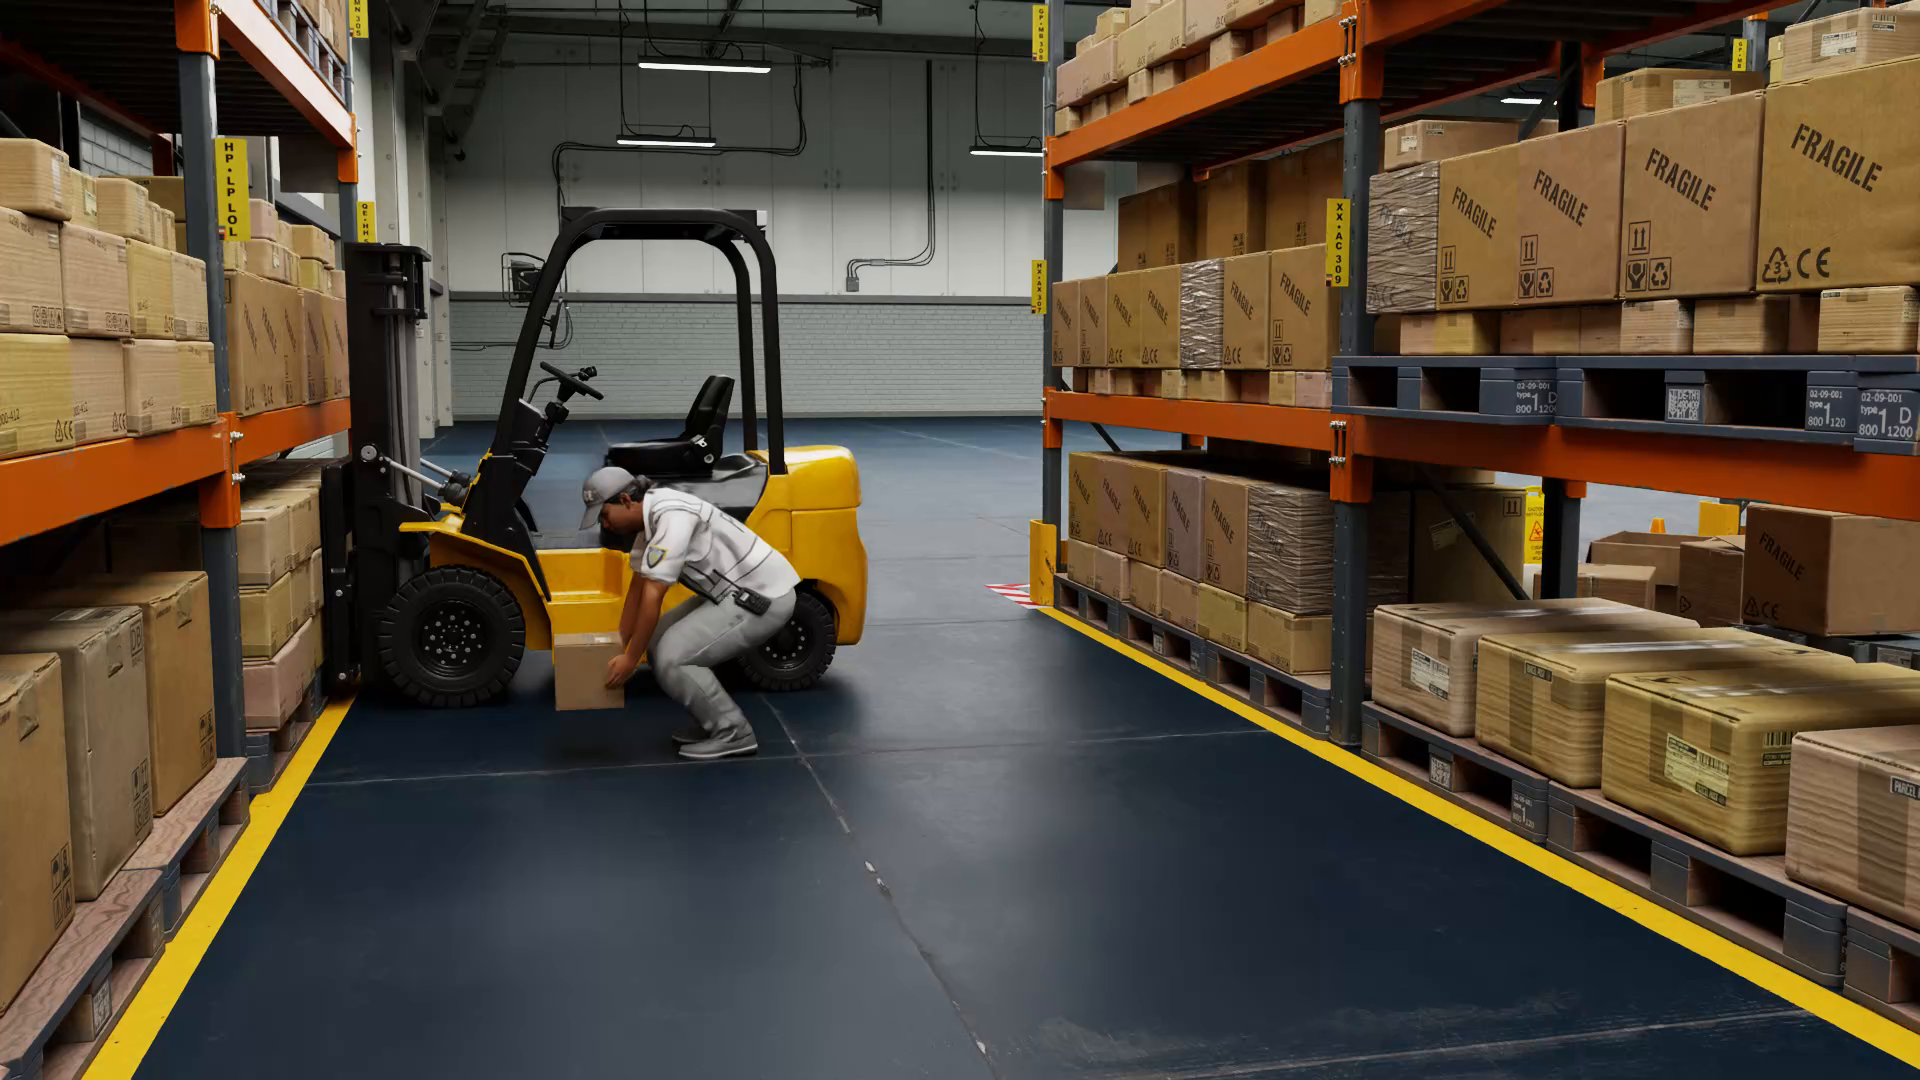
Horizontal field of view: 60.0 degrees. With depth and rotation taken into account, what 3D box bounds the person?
[{"bbox_3d":[-1.023,0.265,6.343,0.827,1.108,0.537,-2,6,-14],"label":"person"}]
